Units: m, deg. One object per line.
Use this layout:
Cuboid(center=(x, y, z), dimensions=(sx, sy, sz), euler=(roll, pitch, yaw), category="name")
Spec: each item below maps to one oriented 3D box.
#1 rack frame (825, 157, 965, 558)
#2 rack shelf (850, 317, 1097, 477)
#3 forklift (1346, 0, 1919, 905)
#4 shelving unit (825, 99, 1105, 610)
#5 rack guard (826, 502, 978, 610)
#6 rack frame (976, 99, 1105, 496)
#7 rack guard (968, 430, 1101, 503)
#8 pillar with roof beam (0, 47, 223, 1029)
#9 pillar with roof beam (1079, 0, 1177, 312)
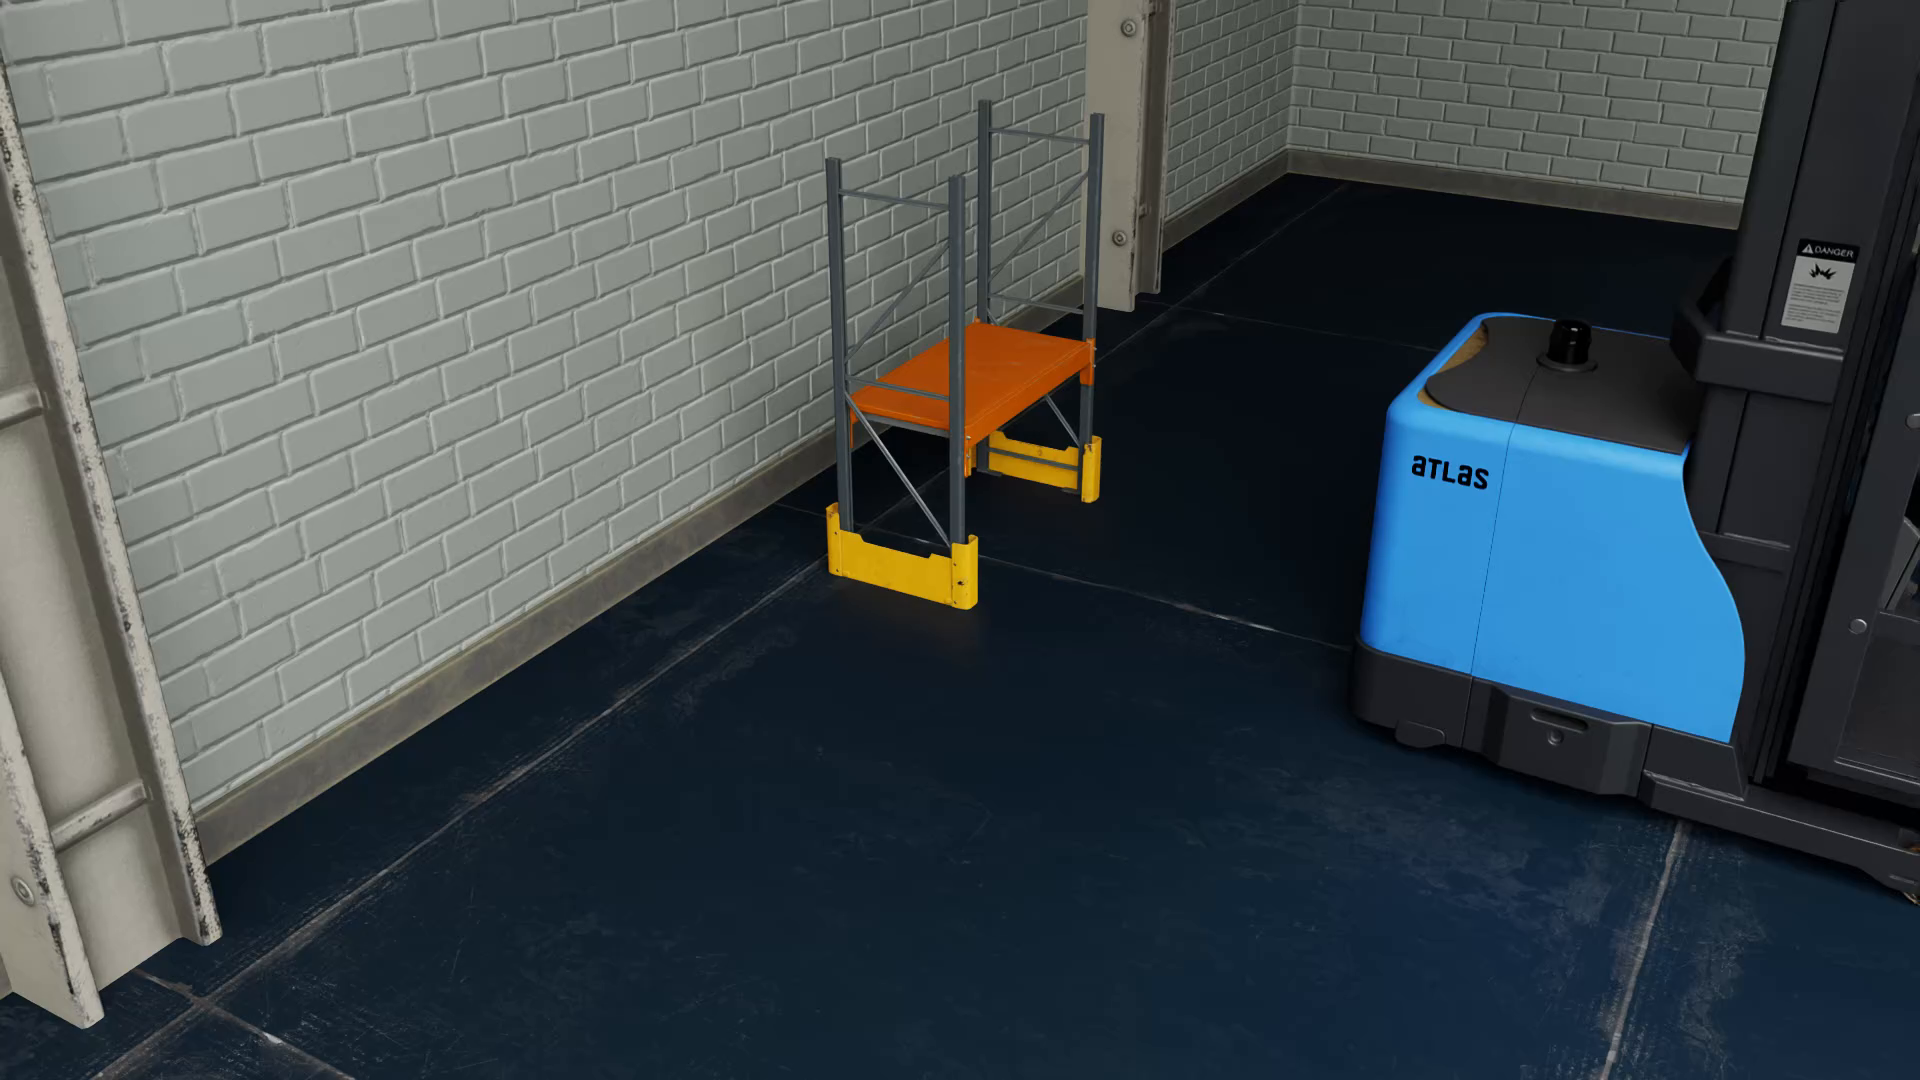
Cuboid(center=(-0.208, -0.506, 5.585), dimensions=(0.500, 1.500, 0.032), euler=(14, 30, 26), category="rack frame")
Cuboid(center=(0.042, -0.543, 6.061), dimensions=(0.538, 0.185, 1.000), euler=(14, 30, 26), category="rack shelf")
Cuboid(center=(2.712, -0.579, 4.133), dimensions=(3.031, 2.935, 1.130), euler=(15, 30, 27), category="forklift")
Cuboid(center=(0.038, -0.700, 5.974), dimensions=(0.587, 1.500, 1.083), euler=(14, 30, 26), category="shelving unit")
Cuboid(center=(-0.207, 0.053, 5.866), dimensions=(0.587, 0.250, 0.087), euler=(14, 30, 26), category="rack guard")
Cuboid(center=(0.292, -0.902, 6.376), dimensions=(0.500, 1.500, 0.032), euler=(14, 30, 26), category="rack frame")
Cuboid(center=(0.282, -0.336, 6.641), dimensions=(0.587, 0.250, 0.087), euler=(14, 30, 26), category="rack guard")
Cuboid(center=(1.641, -2.028, 0.248), dimensions=(9.100, 9.000, 0.400), euler=(14, 30, 26), category="pillar with roof beam")
Cuboid(center=(4.592, -4.366, 4.920), dimensions=(9.100, 9.000, 0.400), euler=(14, 30, 26), category="pillar with roof beam")
